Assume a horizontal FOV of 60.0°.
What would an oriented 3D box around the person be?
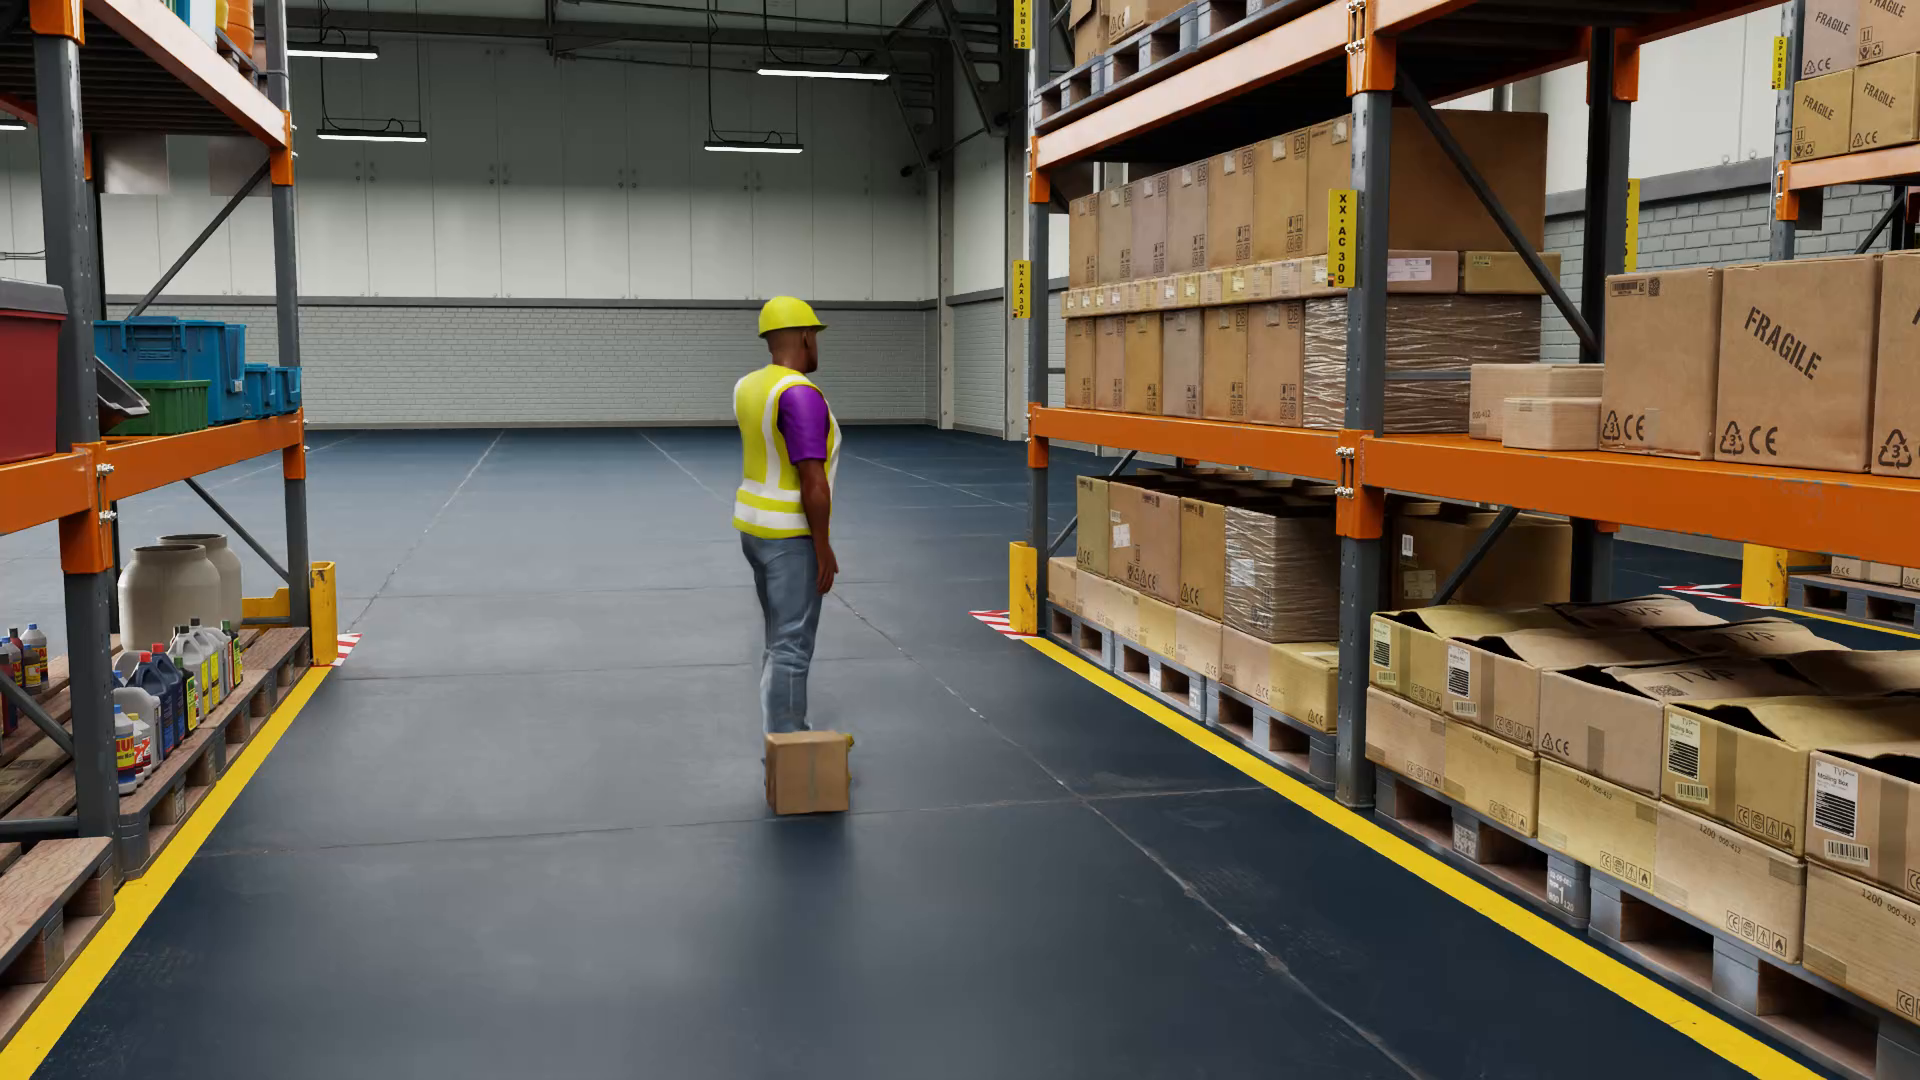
[{"bbox_3d":[-0.573,-0.010,6.169,0.484,1.771,0.594,-3,7,-28],"label":"person"}]
